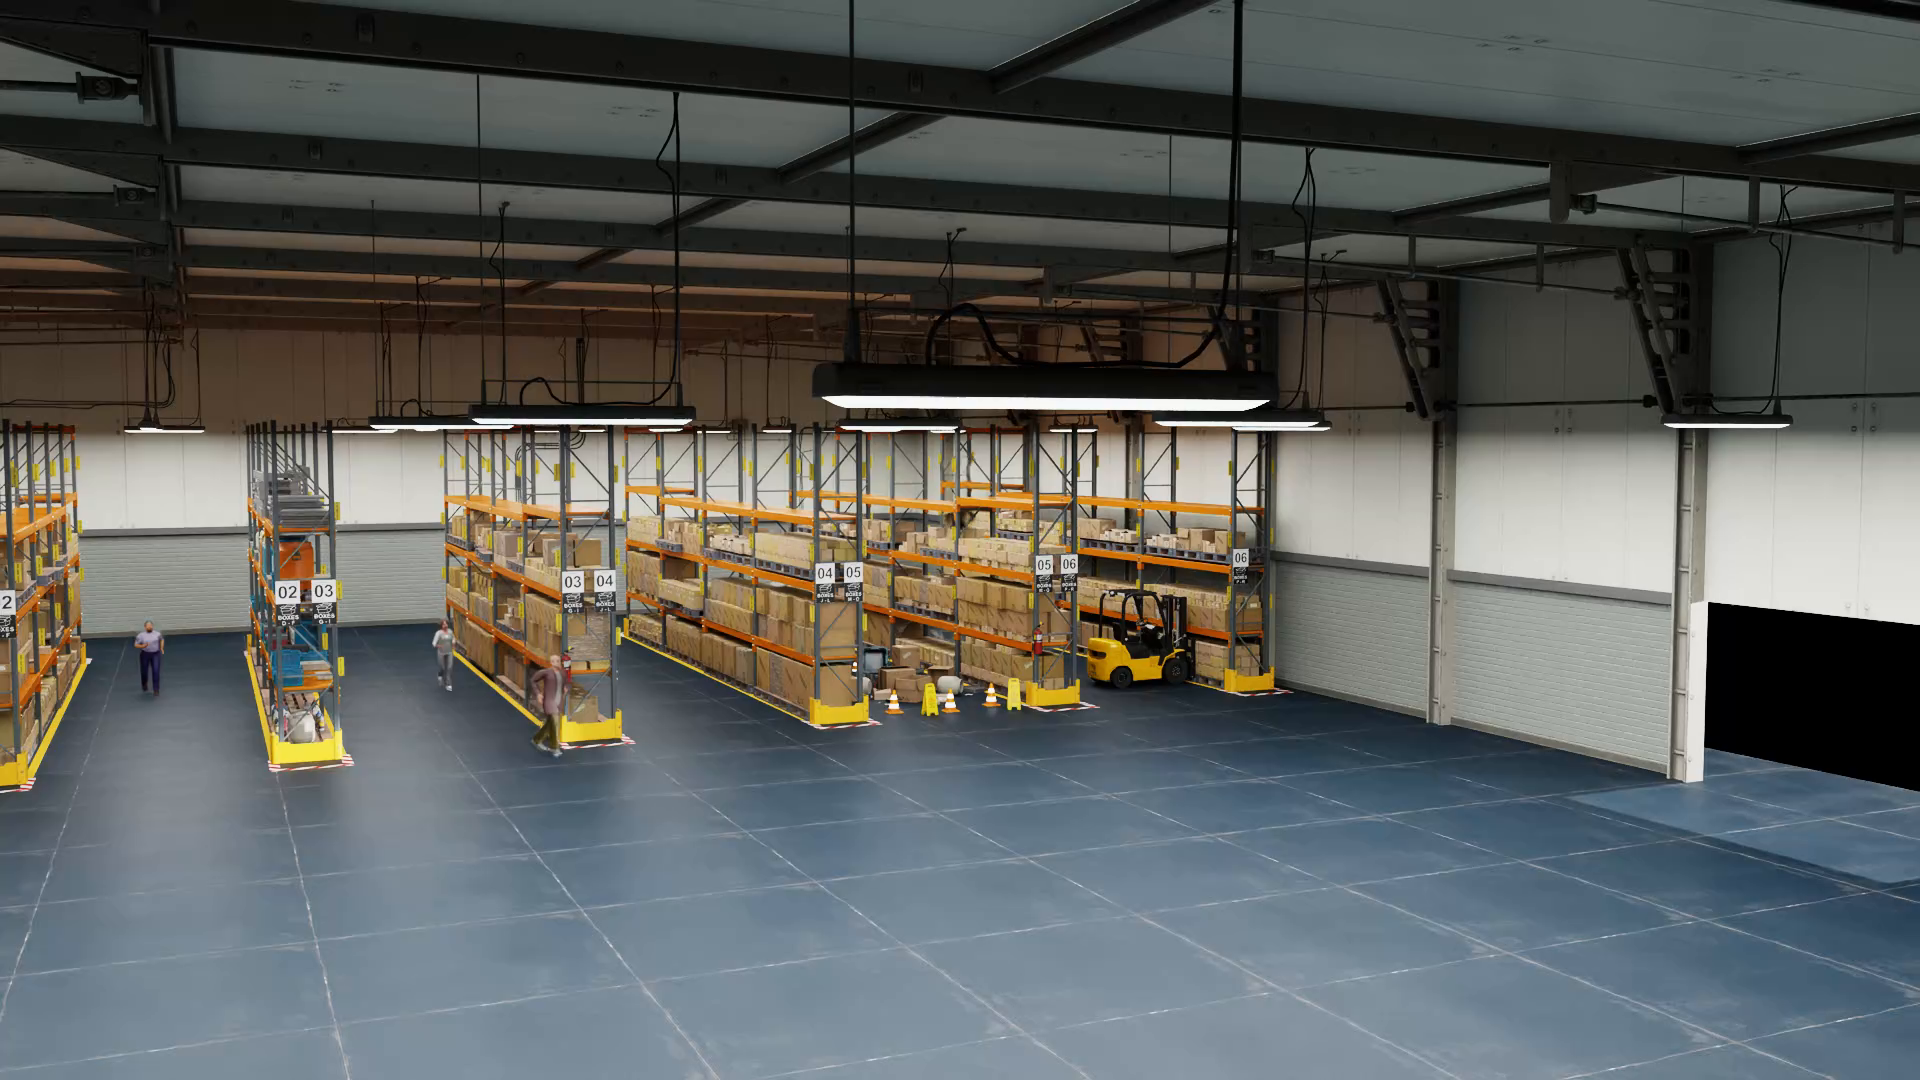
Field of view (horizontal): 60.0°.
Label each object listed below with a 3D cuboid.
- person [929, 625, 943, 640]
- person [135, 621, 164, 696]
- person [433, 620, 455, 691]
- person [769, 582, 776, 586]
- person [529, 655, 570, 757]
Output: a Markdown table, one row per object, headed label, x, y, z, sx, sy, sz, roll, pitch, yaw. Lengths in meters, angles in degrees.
| label | x | y | z | sx | sy | sz | roll | pitch | yaw |
| --- | --- | --- | --- | --- | --- | --- | --- | --- | --- |
| person | -0.613 | 2.090 | 44.770 | 0.625 | 1.658 | 0.591 | -1 | 4 | -22 |
| person | -17.874 | 2.591 | 36.699 | 0.607 | 1.632 | 0.941 | -2 | 4 | -31 |
| person | -11.603 | 2.584 | 37.464 | 0.538 | 1.588 | 0.847 | -2 | 4 | -32 |
| person | -5.066 | 2.027 | 45.294 | 0.683 | 1.763 | 0.874 | -3 | 4 | -36 |
| person | -7.372 | 2.993 | 30.014 | 0.893 | 1.842 | 0.720 | 2 | 4 | 32 |
